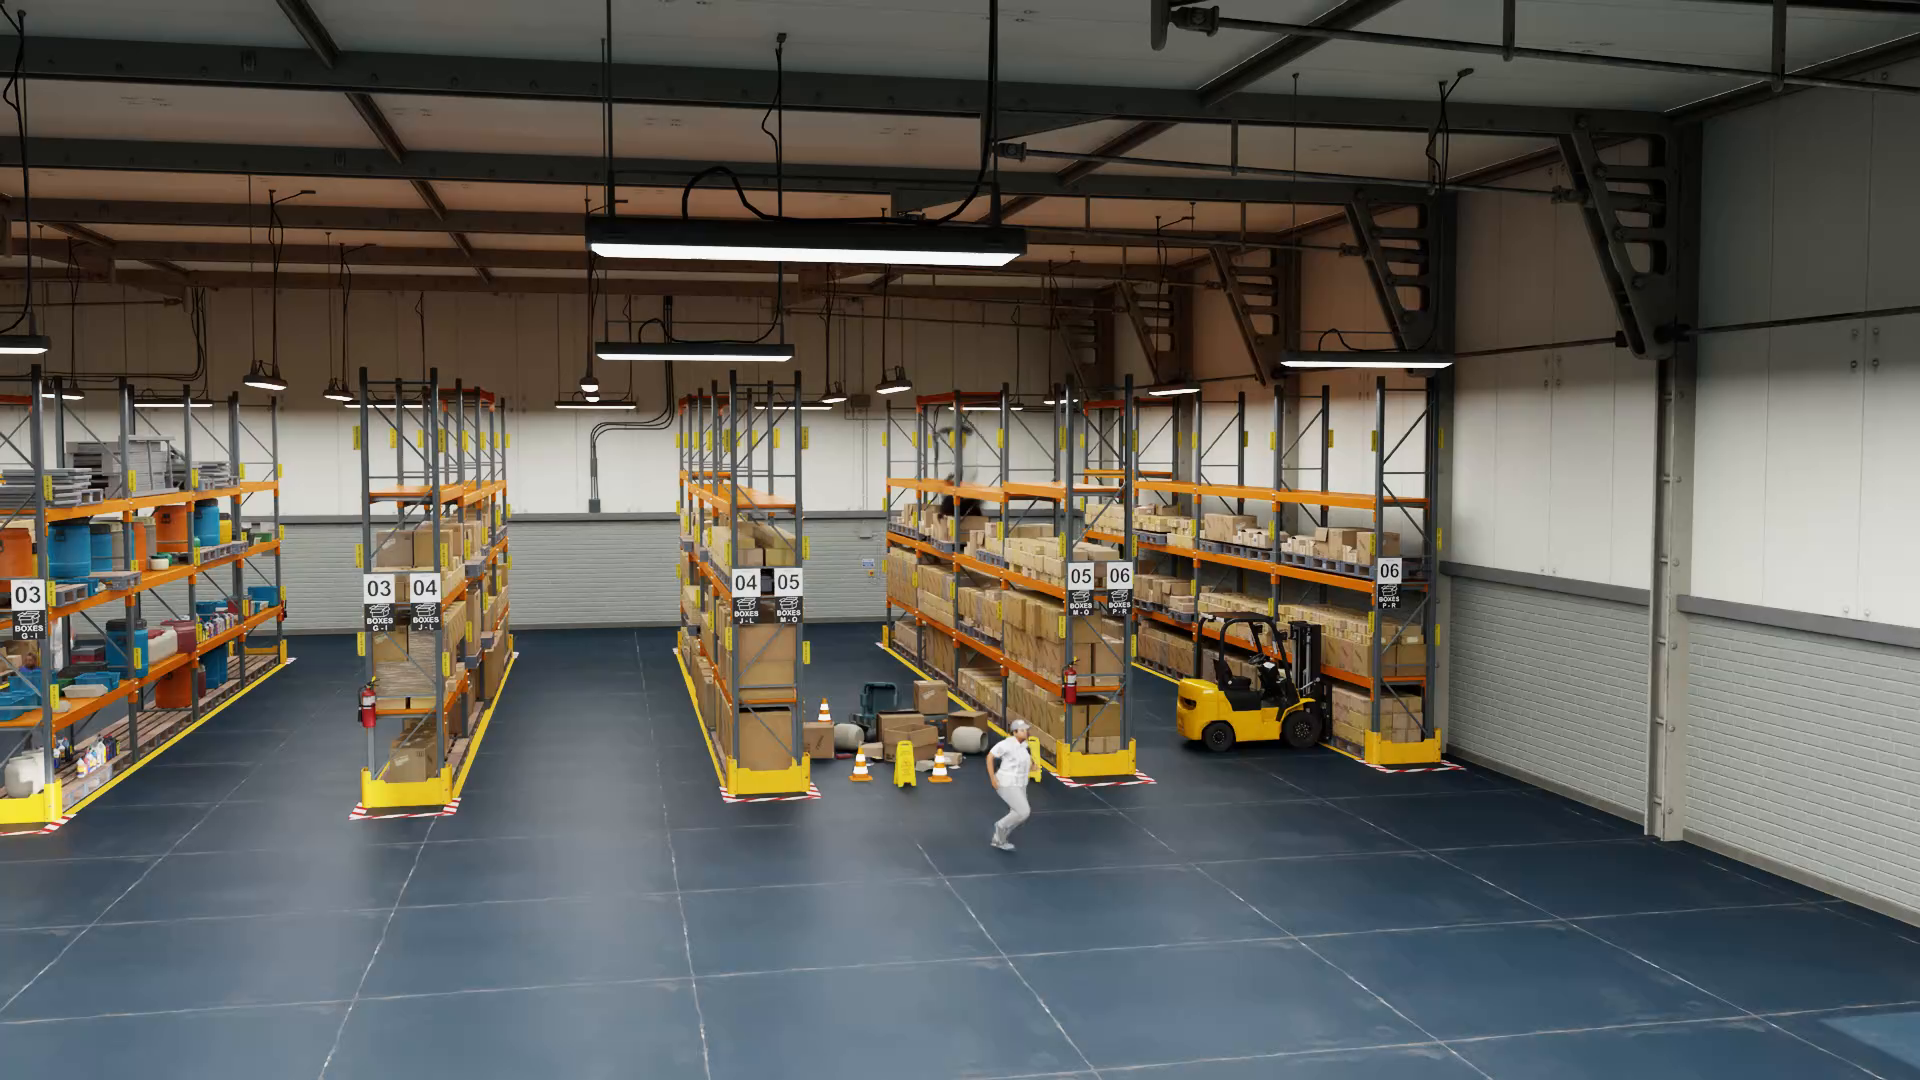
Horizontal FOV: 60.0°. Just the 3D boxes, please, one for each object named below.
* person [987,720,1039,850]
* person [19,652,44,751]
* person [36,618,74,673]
[{"bbox_3d":[0.665,2.982,20.219,0.649,1.603,0.595,2,4,33],"label":"person"},{"bbox_3d":[-14.696,2.679,26.420,0.507,1.611,0.862,-1,3,-13],"label":"person"},{"bbox_3d":[-17.656,2.177,32.429,0.684,1.795,0.865,-2,4,-25],"label":"person"}]
